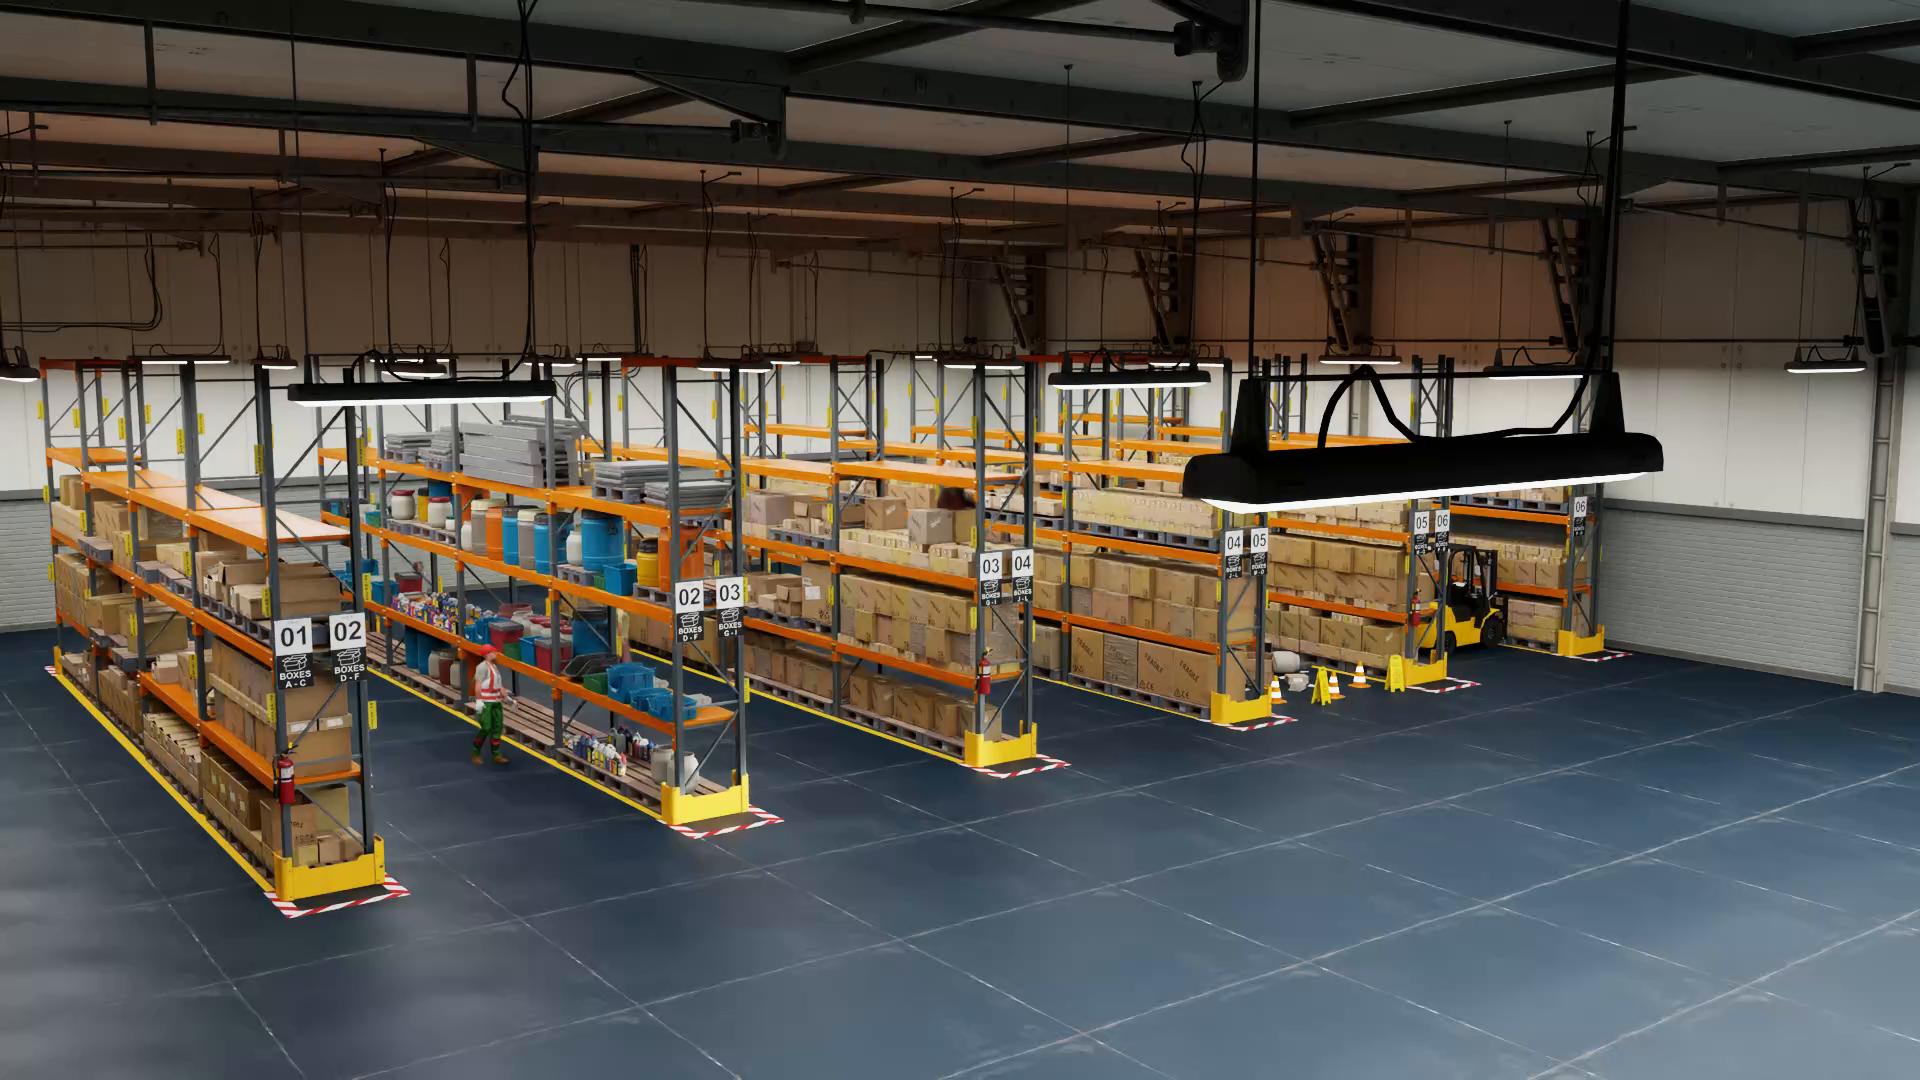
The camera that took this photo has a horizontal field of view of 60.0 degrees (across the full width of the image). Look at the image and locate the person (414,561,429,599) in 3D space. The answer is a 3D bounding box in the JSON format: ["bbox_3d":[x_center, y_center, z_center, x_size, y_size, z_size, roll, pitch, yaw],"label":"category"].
[{"bbox_3d":[-11.734,1.226,36.108,0.763,1.538,0.447,4,8,33],"label":"person"}]

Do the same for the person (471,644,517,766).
[{"bbox_3d":[-7.031,2.469,24.946,0.489,1.792,0.691,3,7,23],"label":"person"}]

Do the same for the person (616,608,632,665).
[{"bbox_3d":[-6.175,1.879,30.624,0.505,1.596,0.457,-3,8,-24],"label":"person"}]
